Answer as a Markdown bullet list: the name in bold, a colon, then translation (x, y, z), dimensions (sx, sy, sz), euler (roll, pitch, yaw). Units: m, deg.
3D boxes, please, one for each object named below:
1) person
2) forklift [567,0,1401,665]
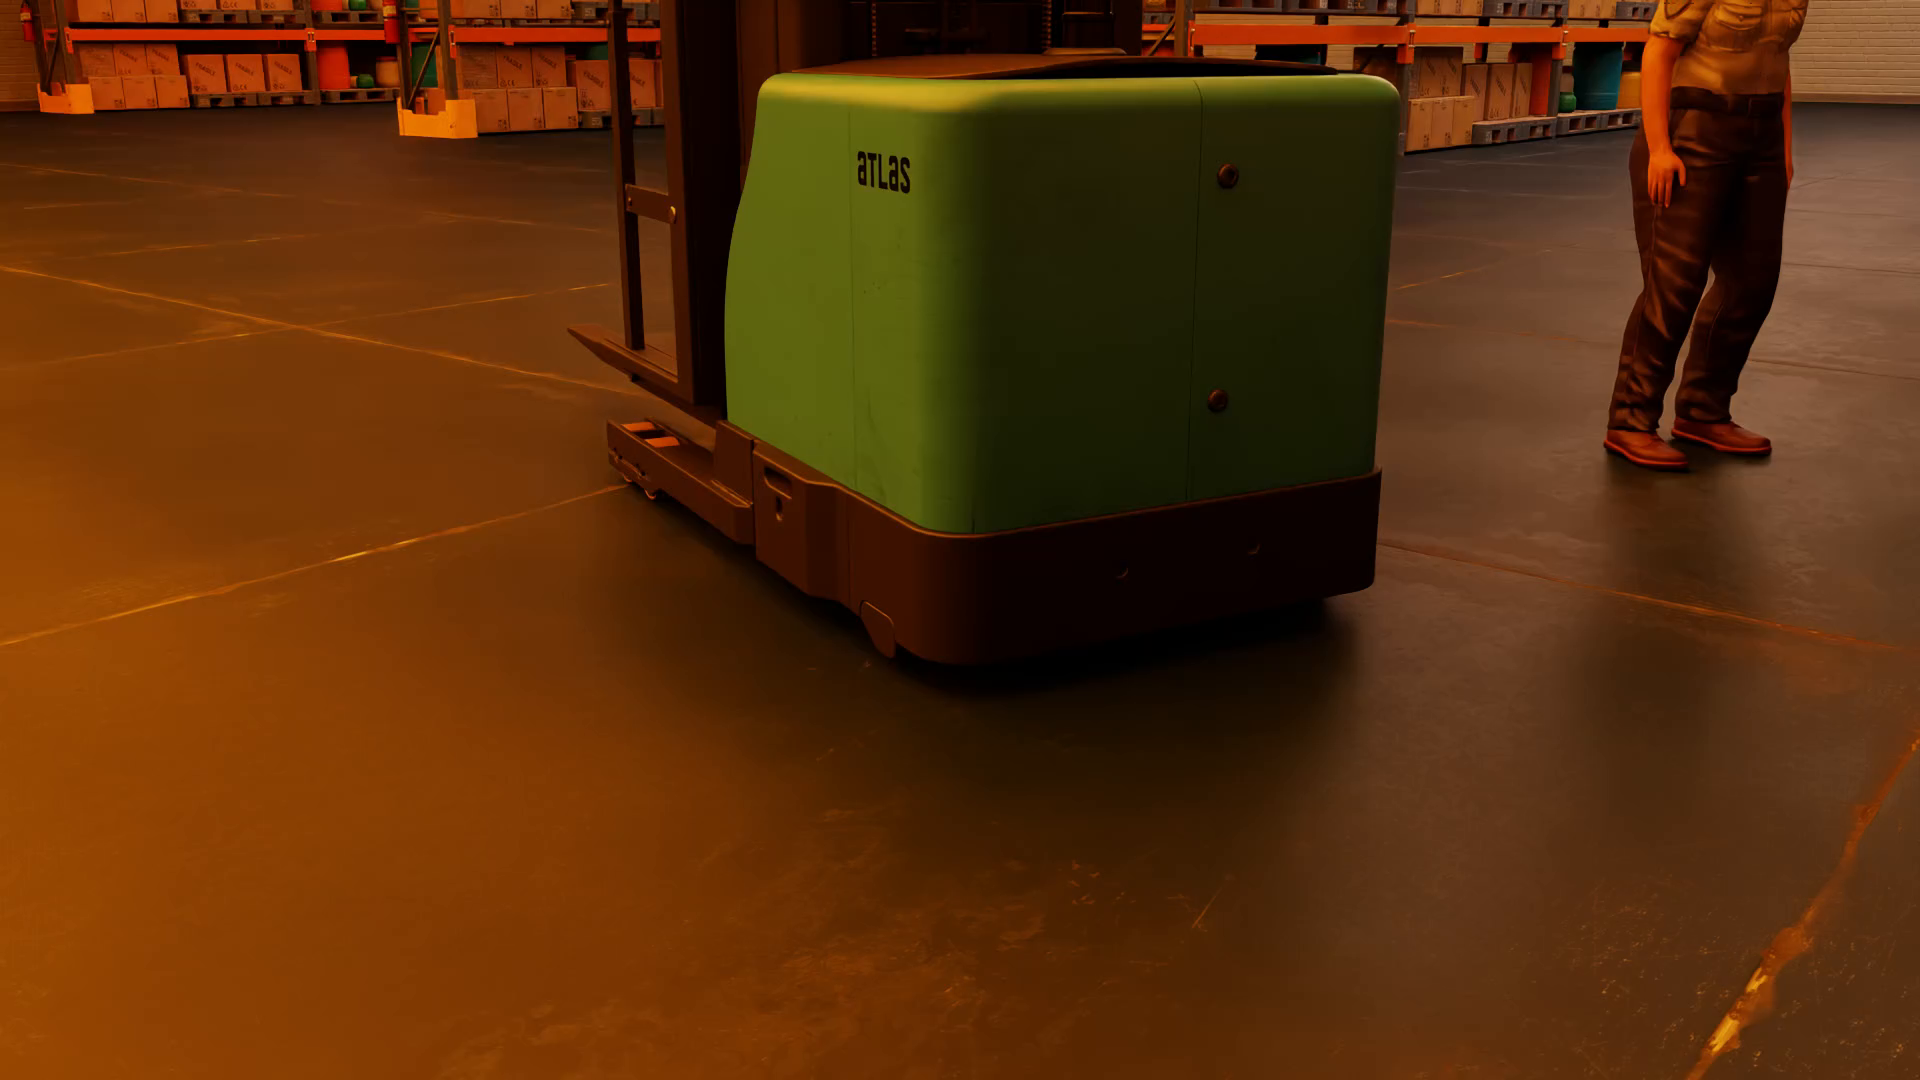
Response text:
- **person**: translation (2.084, -1.049, 4.562), dimensions (0.538, 1.650, 0.380), euler (-8, 19, -25)
- **forklift**: translation (-0.288, -1.559, 4.031), dimensions (1.130, 2.935, 3.031), euler (-9, 19, -27)
